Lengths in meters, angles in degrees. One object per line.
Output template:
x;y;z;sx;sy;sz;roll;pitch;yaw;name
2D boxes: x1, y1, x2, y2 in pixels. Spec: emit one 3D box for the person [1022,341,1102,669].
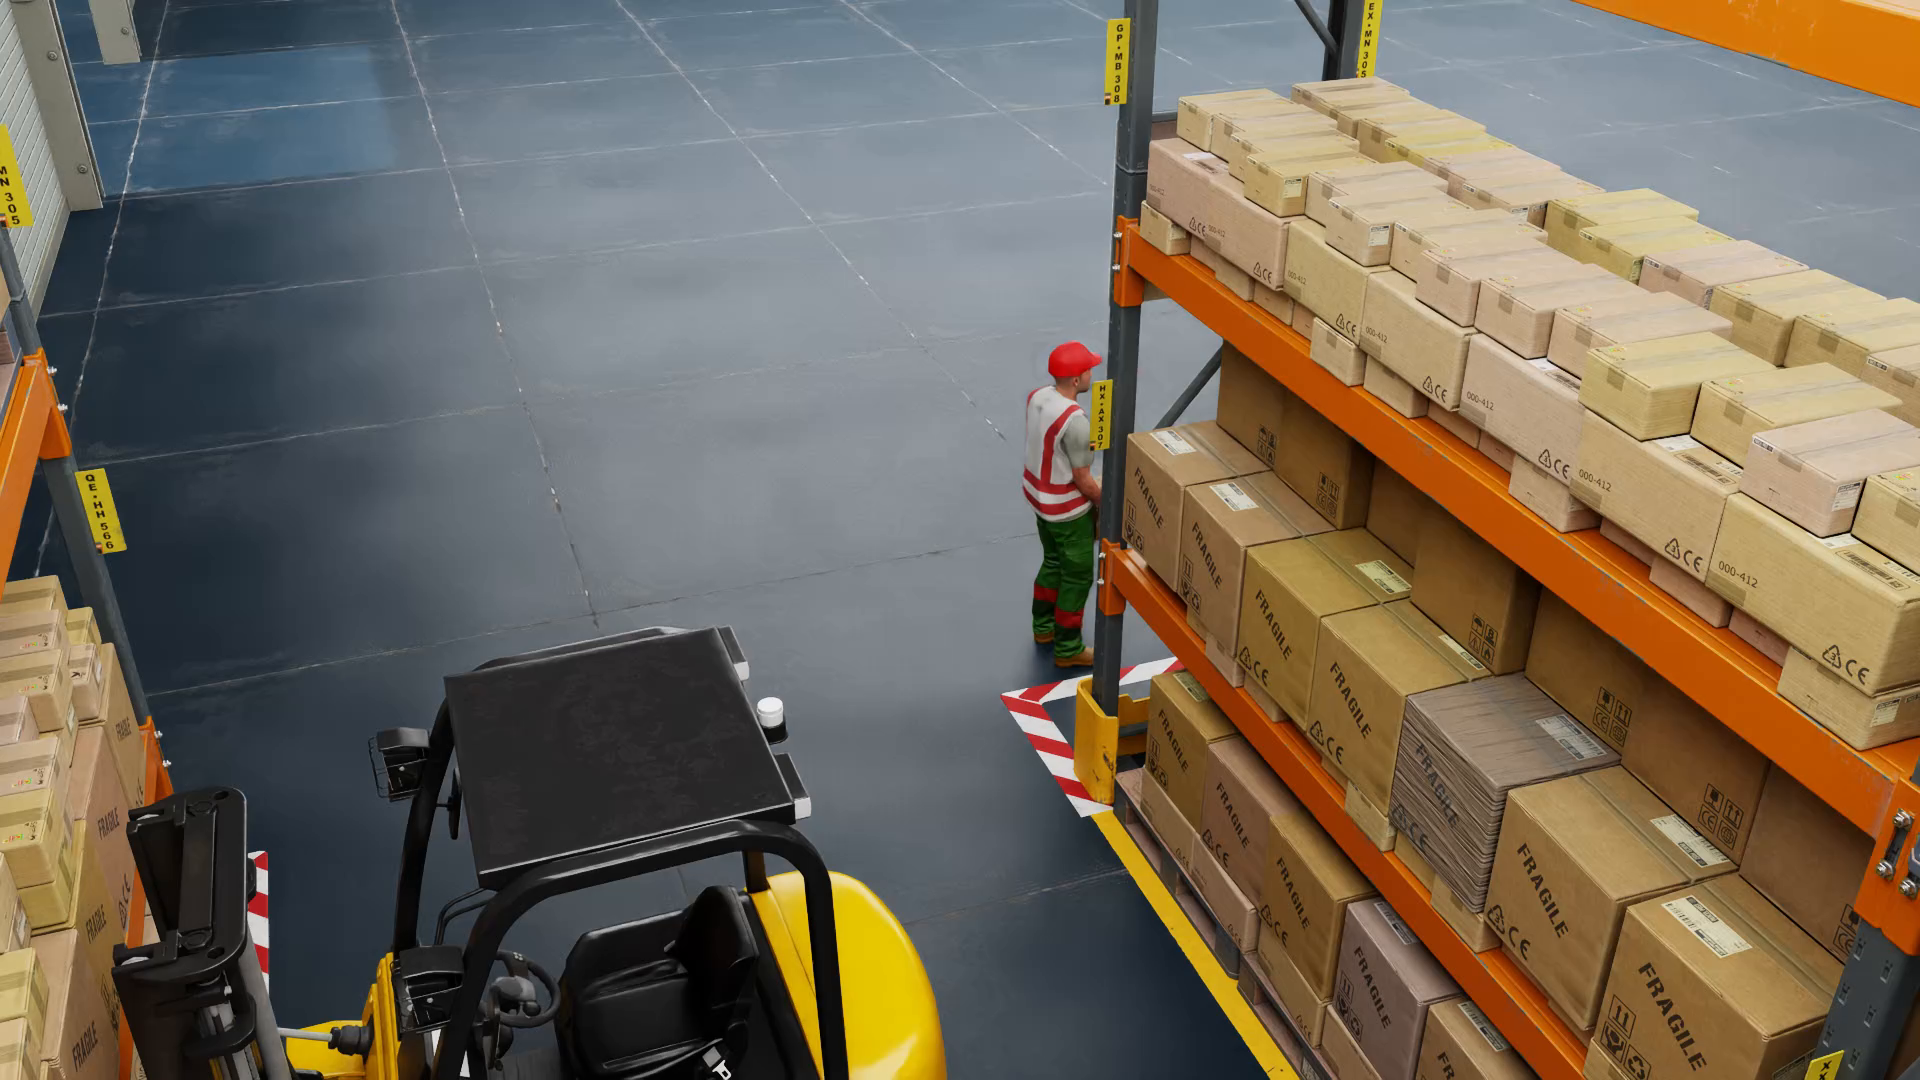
0.567;-0.198;8.671;0.449;1.791;0.537;-11;31;-19;person
